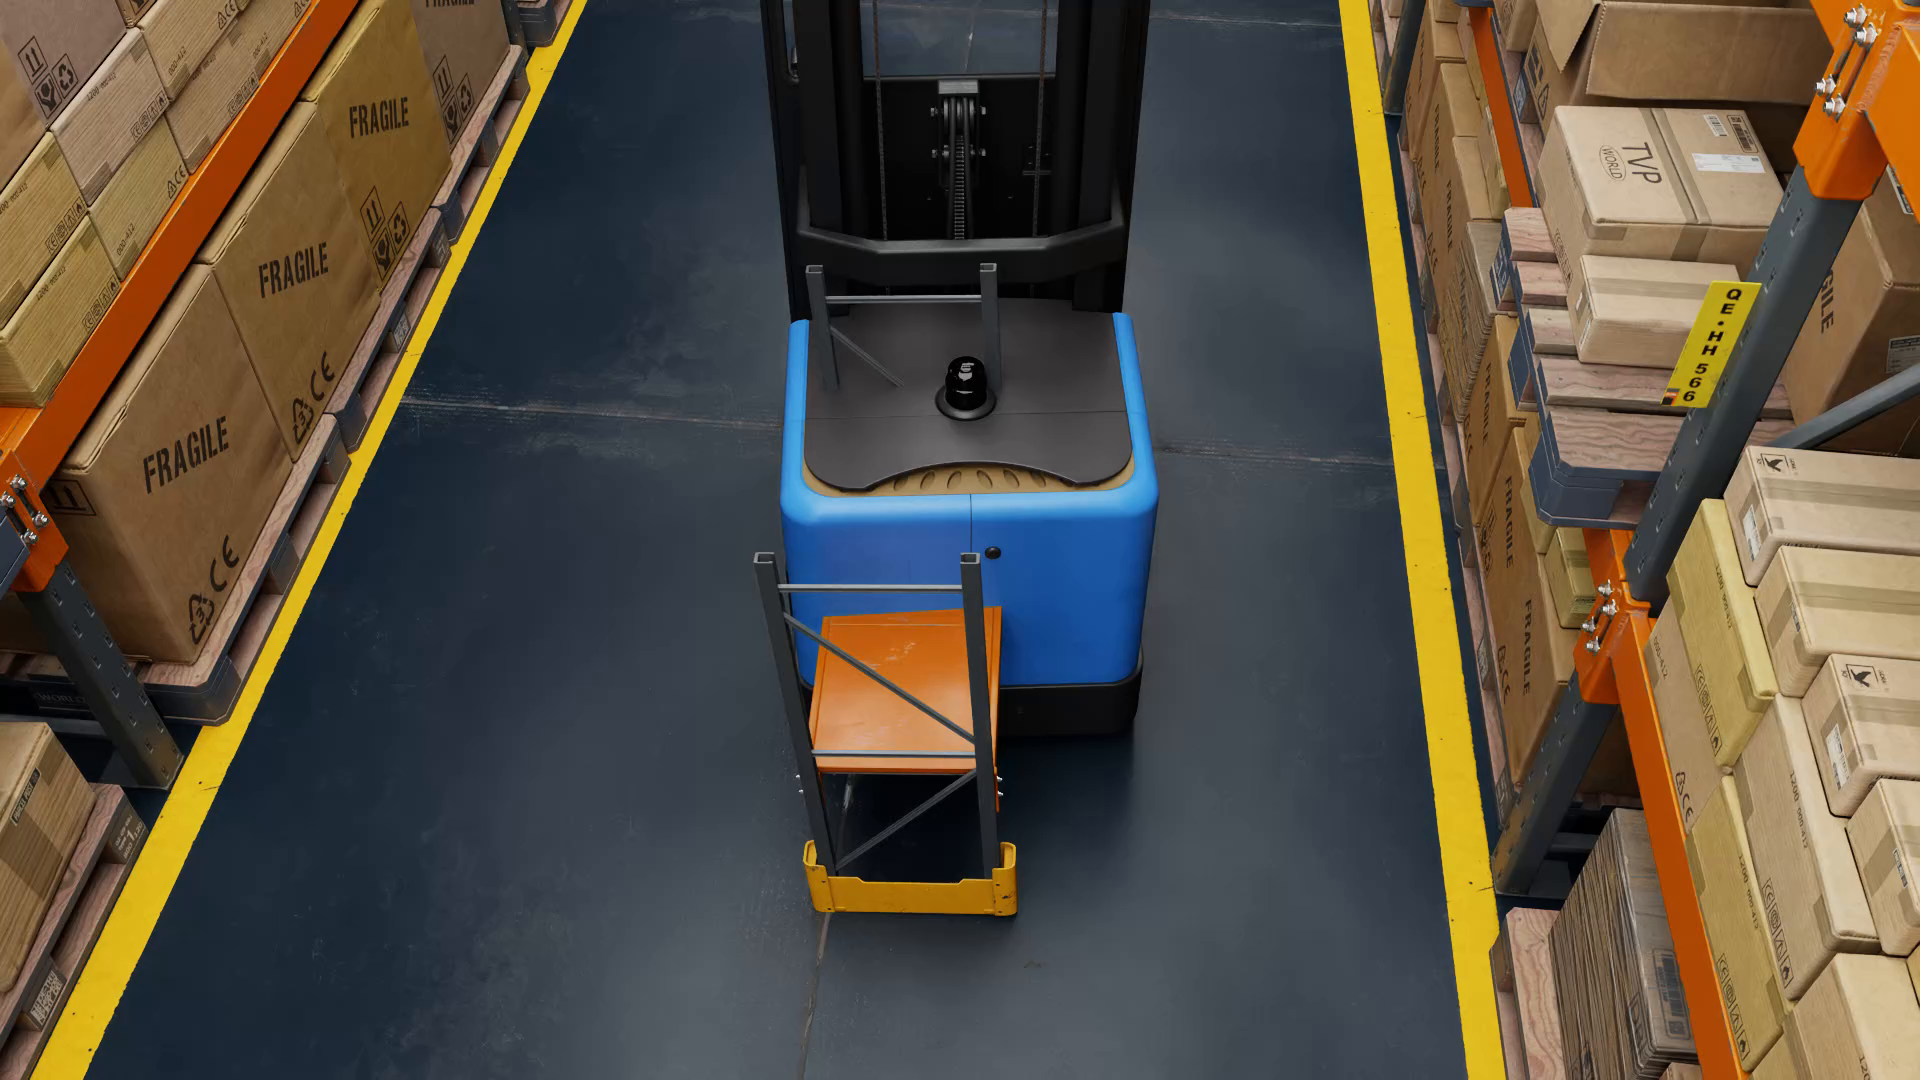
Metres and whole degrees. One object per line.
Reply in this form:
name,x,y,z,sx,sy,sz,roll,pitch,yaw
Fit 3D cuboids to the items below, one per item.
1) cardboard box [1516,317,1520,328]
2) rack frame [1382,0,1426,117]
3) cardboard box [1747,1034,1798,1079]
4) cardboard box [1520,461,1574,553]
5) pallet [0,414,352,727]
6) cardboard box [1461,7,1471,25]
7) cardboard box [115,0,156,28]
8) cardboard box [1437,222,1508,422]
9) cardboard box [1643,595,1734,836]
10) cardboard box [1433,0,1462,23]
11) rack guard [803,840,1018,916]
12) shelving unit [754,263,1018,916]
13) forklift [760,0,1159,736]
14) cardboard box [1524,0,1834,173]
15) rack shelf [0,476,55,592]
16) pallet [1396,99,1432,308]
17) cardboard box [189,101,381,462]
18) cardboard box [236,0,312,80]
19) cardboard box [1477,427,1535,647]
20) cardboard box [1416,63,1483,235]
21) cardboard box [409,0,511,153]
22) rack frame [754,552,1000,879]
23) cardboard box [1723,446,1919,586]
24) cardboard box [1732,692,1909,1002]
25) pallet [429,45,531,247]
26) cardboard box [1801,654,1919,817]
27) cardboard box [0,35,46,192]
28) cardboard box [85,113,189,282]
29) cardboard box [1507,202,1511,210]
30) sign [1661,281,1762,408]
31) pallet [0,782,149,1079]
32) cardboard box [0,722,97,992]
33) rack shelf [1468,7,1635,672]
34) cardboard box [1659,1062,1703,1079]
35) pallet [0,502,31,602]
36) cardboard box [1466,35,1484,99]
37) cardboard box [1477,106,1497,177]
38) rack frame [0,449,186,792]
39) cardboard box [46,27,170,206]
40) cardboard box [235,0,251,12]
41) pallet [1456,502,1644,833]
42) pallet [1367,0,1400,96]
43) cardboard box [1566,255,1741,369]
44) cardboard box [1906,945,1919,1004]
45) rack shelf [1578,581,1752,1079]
cardboard box,1.996,-0.660,5.290,0.380,0.149,0.250,3,48,3
rack frame,2.415,-2.934,6.401,1.000,3.000,0.127,4,48,4
cardboard box,1.676,1.113,2.801,0.500,0.250,0.500,2,48,2
cardboard box,1.837,-0.095,4.774,0.380,0.149,0.250,2,48,2
pallet,-2.746,0.041,5.570,1.003,0.211,1.213,4,48,4
cardboard box,2.141,-2.112,6.417,0.380,0.149,0.250,2,48,2
cardboard box,-2.507,-1.788,4.607,0.500,0.500,0.500,5,48,5
cardboard box,2.005,-0.753,5.815,0.500,0.500,0.500,2,48,2
cardboard box,1.766,0.365,3.485,0.500,0.250,0.500,4,48,4
cardboard box,2.117,-2.206,6.704,0.380,0.149,0.250,6,48,5
rack guard,-0.134,0.953,4.690,0.587,0.250,0.087,0,48,4
shelving unit,-0.141,0.164,4.565,0.587,1.500,1.083,0,48,4
forklift,-0.022,-1.453,5.092,1.130,2.935,3.031,-1,48,-1
cardboard box,2.015,-1.384,4.628,0.797,0.503,0.637,3,48,3
rack shelf,-3.075,1.386,2.937,1.077,0.370,4.000,4,48,4
pallet,2.378,-1.393,6.881,1.003,0.211,1.213,4,48,4
cardboard box,-2.662,-0.908,5.703,0.875,0.875,0.875,4,48,4
cardboard box,-2.474,-1.745,5.415,0.500,0.250,0.500,4,48,4
cardboard box,1.931,0.015,5.113,0.500,0.500,0.500,3,48,3
cardboard box,2.108,-1.500,6.499,0.500,0.500,0.500,3,48,3
cardboard box,-2.505,-2.229,6.911,0.875,0.875,0.875,5,48,5
rack frame,-0.167,0.545,4.217,0.500,1.500,0.032,0,48,4
cardboard box,1.728,-0.033,3.240,0.380,0.149,0.250,5,48,5
cardboard box,1.720,0.564,2.964,0.500,0.250,0.500,5,48,5
pallet,-2.524,-1.752,7.210,1.003,0.211,1.213,4,48,4
cardboard box,1.707,0.353,2.887,0.380,0.149,0.250,5,48,5
cardboard box,-2.605,-1.043,3.926,0.500,0.500,0.500,2,48,2
cardboard box,-2.569,-0.997,4.730,0.500,0.250,0.500,3,48,2
cardboard box,2.065,-1.042,5.640,0.380,0.149,0.250,4,48,4
sign,1.509,-0.389,3.342,0.100,0.325,0.005,4,48,4
pallet,-2.966,1.189,4.519,1.003,0.211,1.213,4,48,4
cardboard box,-2.955,0.833,4.451,0.950,0.372,0.625,1,48,1
rack shelf,2.232,-1.222,5.322,1.077,0.370,4.000,4,48,4
cardboard box,1.928,1.603,3.576,0.875,0.625,0.625,5,48,5
pallet,-2.852,0.269,3.601,1.213,0.211,1.003,4,48,4
cardboard box,2.157,-1.808,6.340,0.380,0.149,0.250,2,48,2
cardboard box,2.085,-1.424,5.990,0.380,0.149,0.250,4,48,3
rack frame,-2.893,-0.326,4.016,1.000,3.000,0.127,4,48,4
cardboard box,-2.553,-1.180,4.559,0.500,0.250,0.500,5,48,4
cardboard box,-2.436,-1.917,5.233,0.500,0.250,0.500,5,48,4
pallet,2.156,0.400,5.241,1.003,0.211,1.213,4,48,4
pallet,2.478,-2.498,7.892,1.003,0.211,1.213,4,48,4
cardboard box,1.728,-0.561,4.116,0.380,0.149,0.250,5,48,4
cardboard box,1.703,0.733,2.539,0.380,0.149,0.250,4,48,4
rack shelf,1.868,1.717,2.634,1.077,0.370,4.000,4,48,4
